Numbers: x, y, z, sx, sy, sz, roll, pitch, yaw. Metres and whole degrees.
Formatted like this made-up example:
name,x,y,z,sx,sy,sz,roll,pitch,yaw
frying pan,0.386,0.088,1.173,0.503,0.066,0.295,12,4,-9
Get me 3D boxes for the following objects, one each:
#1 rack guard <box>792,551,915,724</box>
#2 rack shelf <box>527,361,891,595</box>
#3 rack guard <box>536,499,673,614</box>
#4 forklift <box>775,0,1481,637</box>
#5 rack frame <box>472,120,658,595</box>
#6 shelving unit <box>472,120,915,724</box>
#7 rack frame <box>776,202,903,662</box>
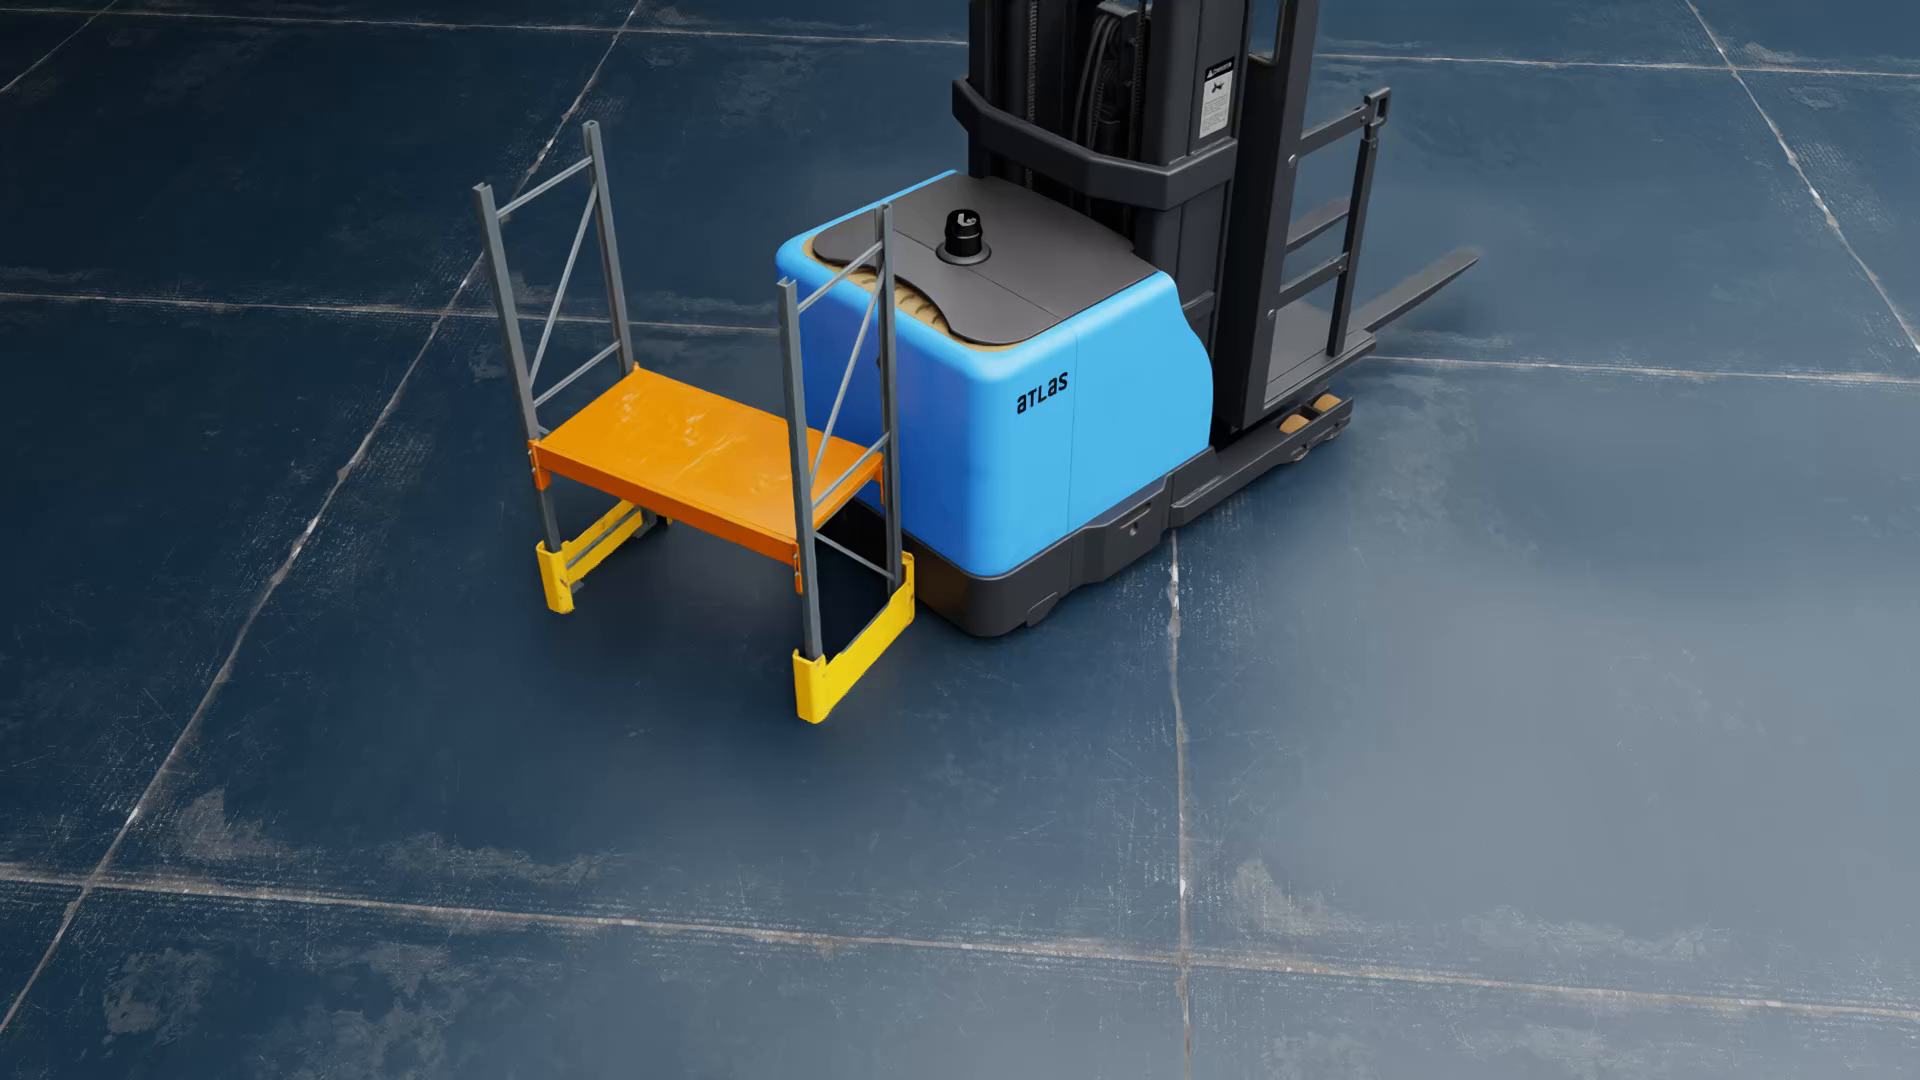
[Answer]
name,x,y,z,sx,sy,sz,roll,pitch,yaw
rack guard,-0.322,0.294,5.191,0.087,0.250,0.587,20,43,23
rack shelf,-0.760,-0.212,5.108,1.000,0.185,0.538,20,43,23
rack guard,-1.183,-0.023,5.580,0.087,0.250,0.587,20,43,23
forklift,0.821,-1.643,5.446,3.031,2.935,1.130,-31,48,-32
rack frame,-1.199,-0.514,5.193,0.032,1.500,0.500,20,43,23
shelving unit,-0.752,-0.349,4.991,1.083,1.500,0.587,20,43,23
rack frame,-0.321,-0.190,4.796,0.032,1.500,0.500,20,43,23
